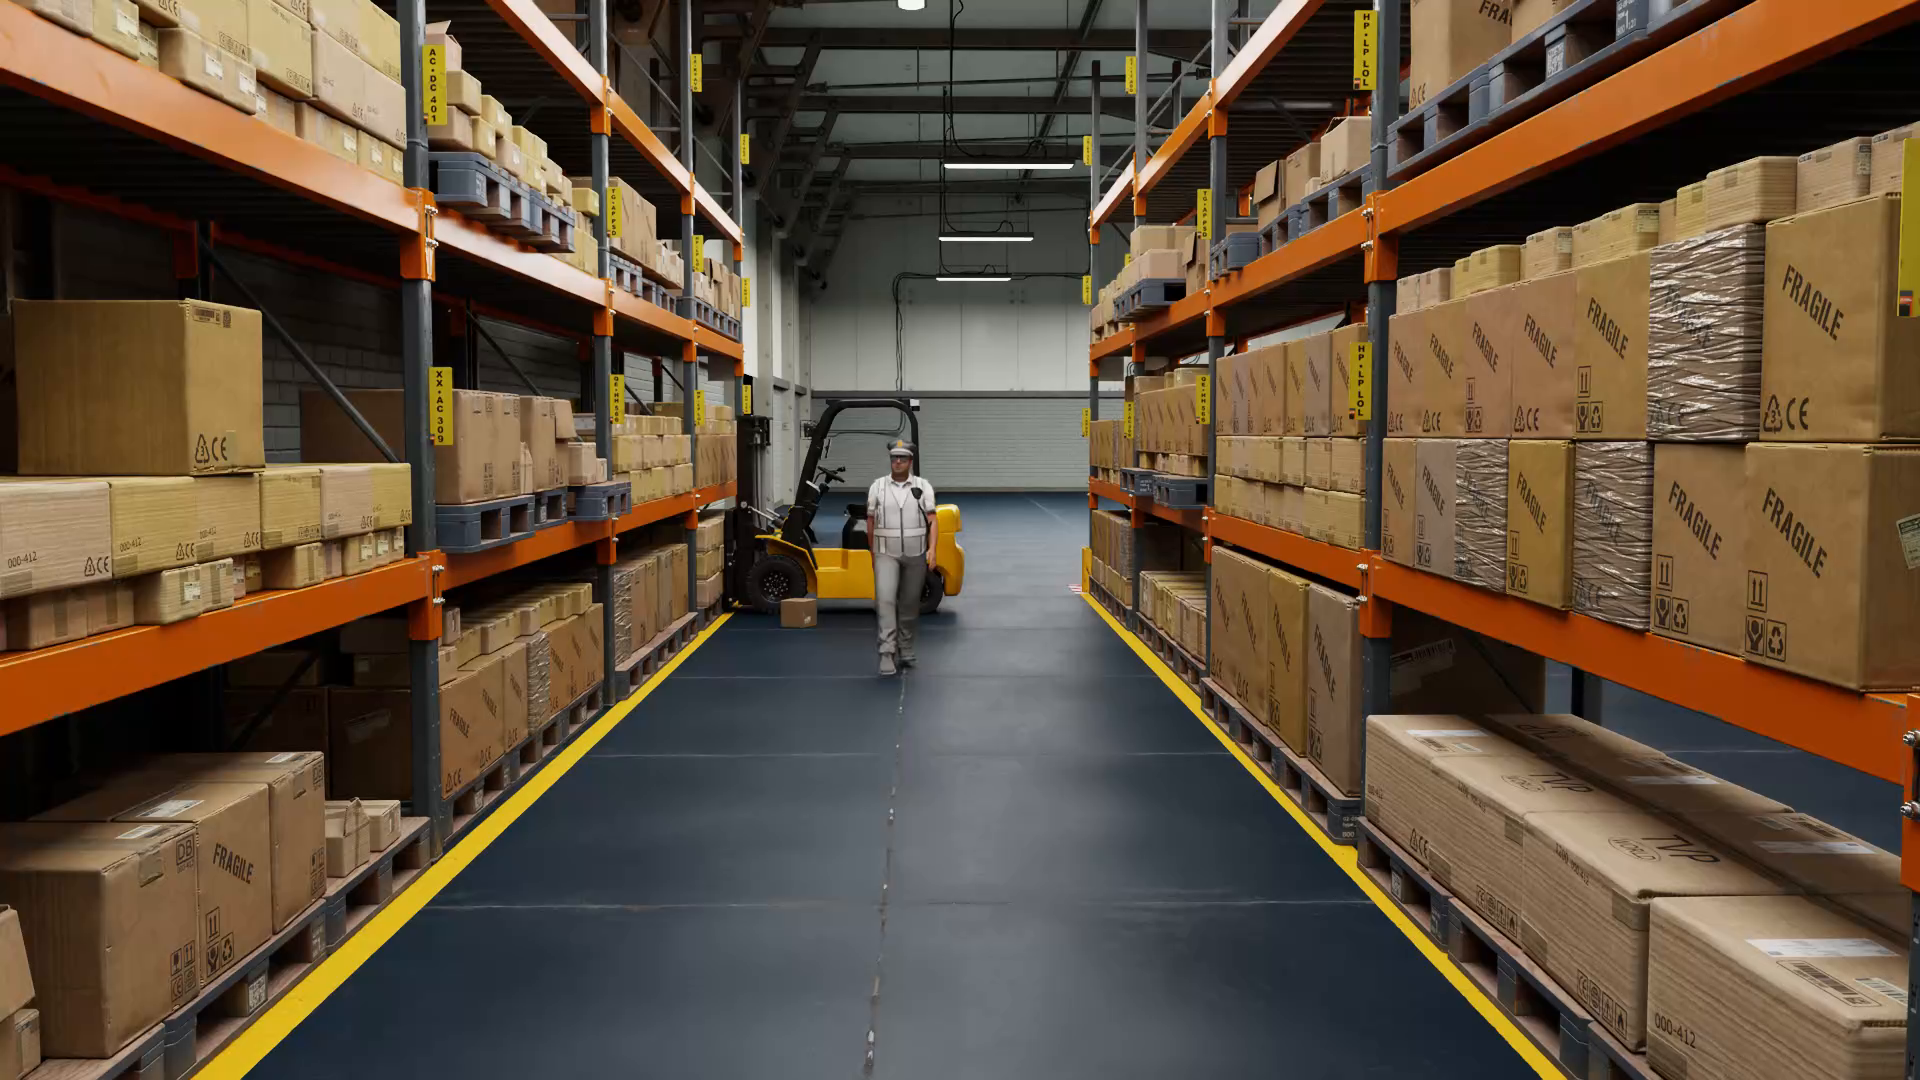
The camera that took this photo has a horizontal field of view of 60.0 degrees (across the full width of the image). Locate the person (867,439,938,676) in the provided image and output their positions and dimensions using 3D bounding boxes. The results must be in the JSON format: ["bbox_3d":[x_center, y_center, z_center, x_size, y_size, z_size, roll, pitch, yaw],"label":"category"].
[{"bbox_3d":[-0.429,0.106,12.715,0.539,1.751,0.928,0,4,-7],"label":"person"}]
